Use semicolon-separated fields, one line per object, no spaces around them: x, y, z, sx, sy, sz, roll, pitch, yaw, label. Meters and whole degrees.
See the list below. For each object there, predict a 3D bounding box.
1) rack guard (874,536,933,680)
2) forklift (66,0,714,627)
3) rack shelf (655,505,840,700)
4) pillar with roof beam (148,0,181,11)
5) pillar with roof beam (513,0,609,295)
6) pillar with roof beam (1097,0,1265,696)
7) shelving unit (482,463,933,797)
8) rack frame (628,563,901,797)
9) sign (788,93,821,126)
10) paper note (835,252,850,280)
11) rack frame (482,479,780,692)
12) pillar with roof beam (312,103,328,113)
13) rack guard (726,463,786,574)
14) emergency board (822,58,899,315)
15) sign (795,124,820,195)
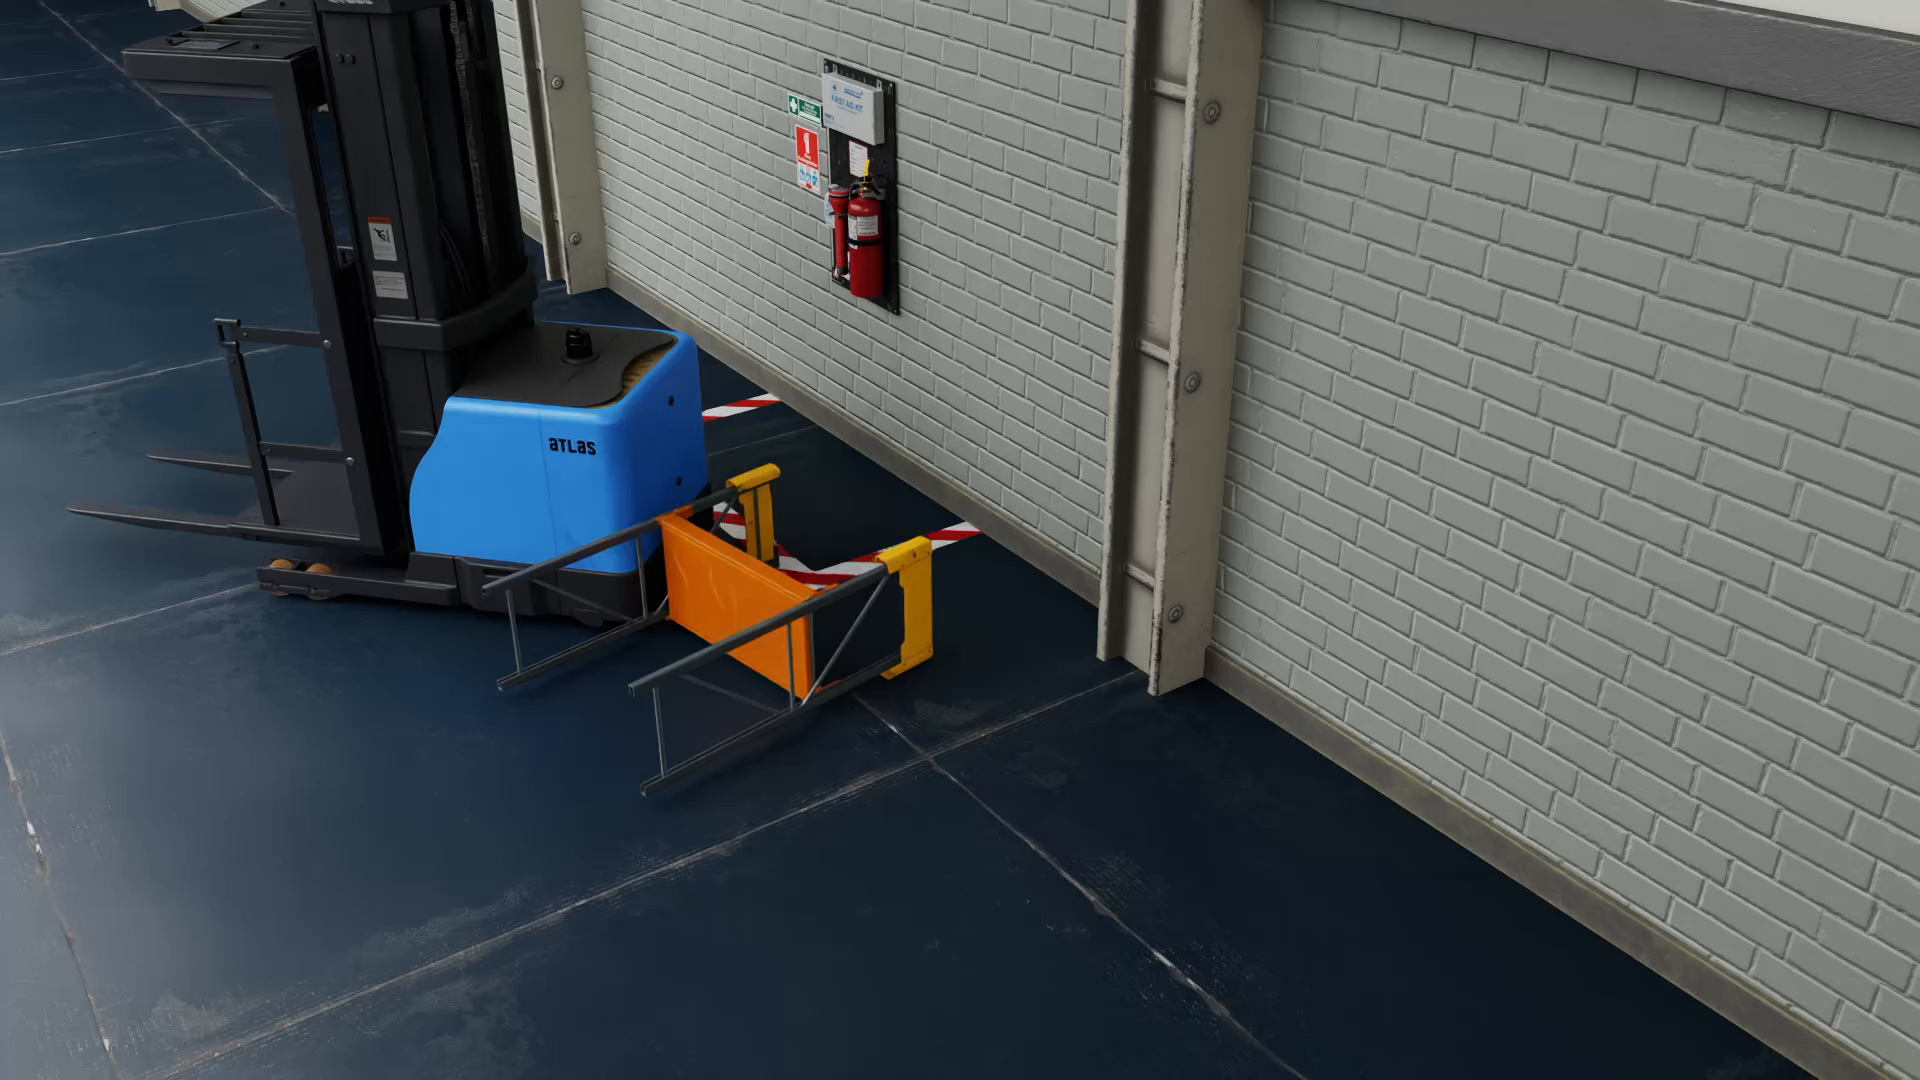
-0.236;0.290;7.074;0.087;0.587;0.250;26;38;38;rack guard
-2.790;-1.246;7.474;3.031;2.935;1.130;6;29;11;forklift
-0.910;0.269;7.113;1.000;0.538;0.185;26;38;38;rack shelf
-13.111;-9.217;15.792;9.100;9.000;0.400;-19;34;-31;pillar with roof beam
-6.150;-4.552;7.202;9.100;9.000;0.400;-19;34;-31;pillar with roof beam
-2.670;-2.219;2.907;9.100;9.000;0.400;-19;34;-31;pillar with roof beam
-1.031;0.333;6.995;1.083;0.587;1.500;26;38;38;shelving unit
-0.677;0.501;6.685;0.032;0.500;1.500;26;38;38;rack frame
-0.807;-2.234;8.627;0.001;0.109;0.331;-19;34;-31;sign
-0.612;-1.447;8.694;0.016;0.148;0.142;-19;34;-31;paper note
-1.396;0.158;7.317;0.032;0.500;1.500;26;38;38;rack frame
-9.631;-6.884;11.497;9.100;9.000;0.400;-19;34;-31;pillar with roof beam
-0.941;-0.046;7.693;0.087;0.587;0.250;26;38;38;rack guard
-0.566;-1.746;8.322;0.194;1.169;0.643;-19;34;-31;emergency board
-0.802;-2.005;8.762;0.001;0.329;0.234;-19;34;-31;sign
